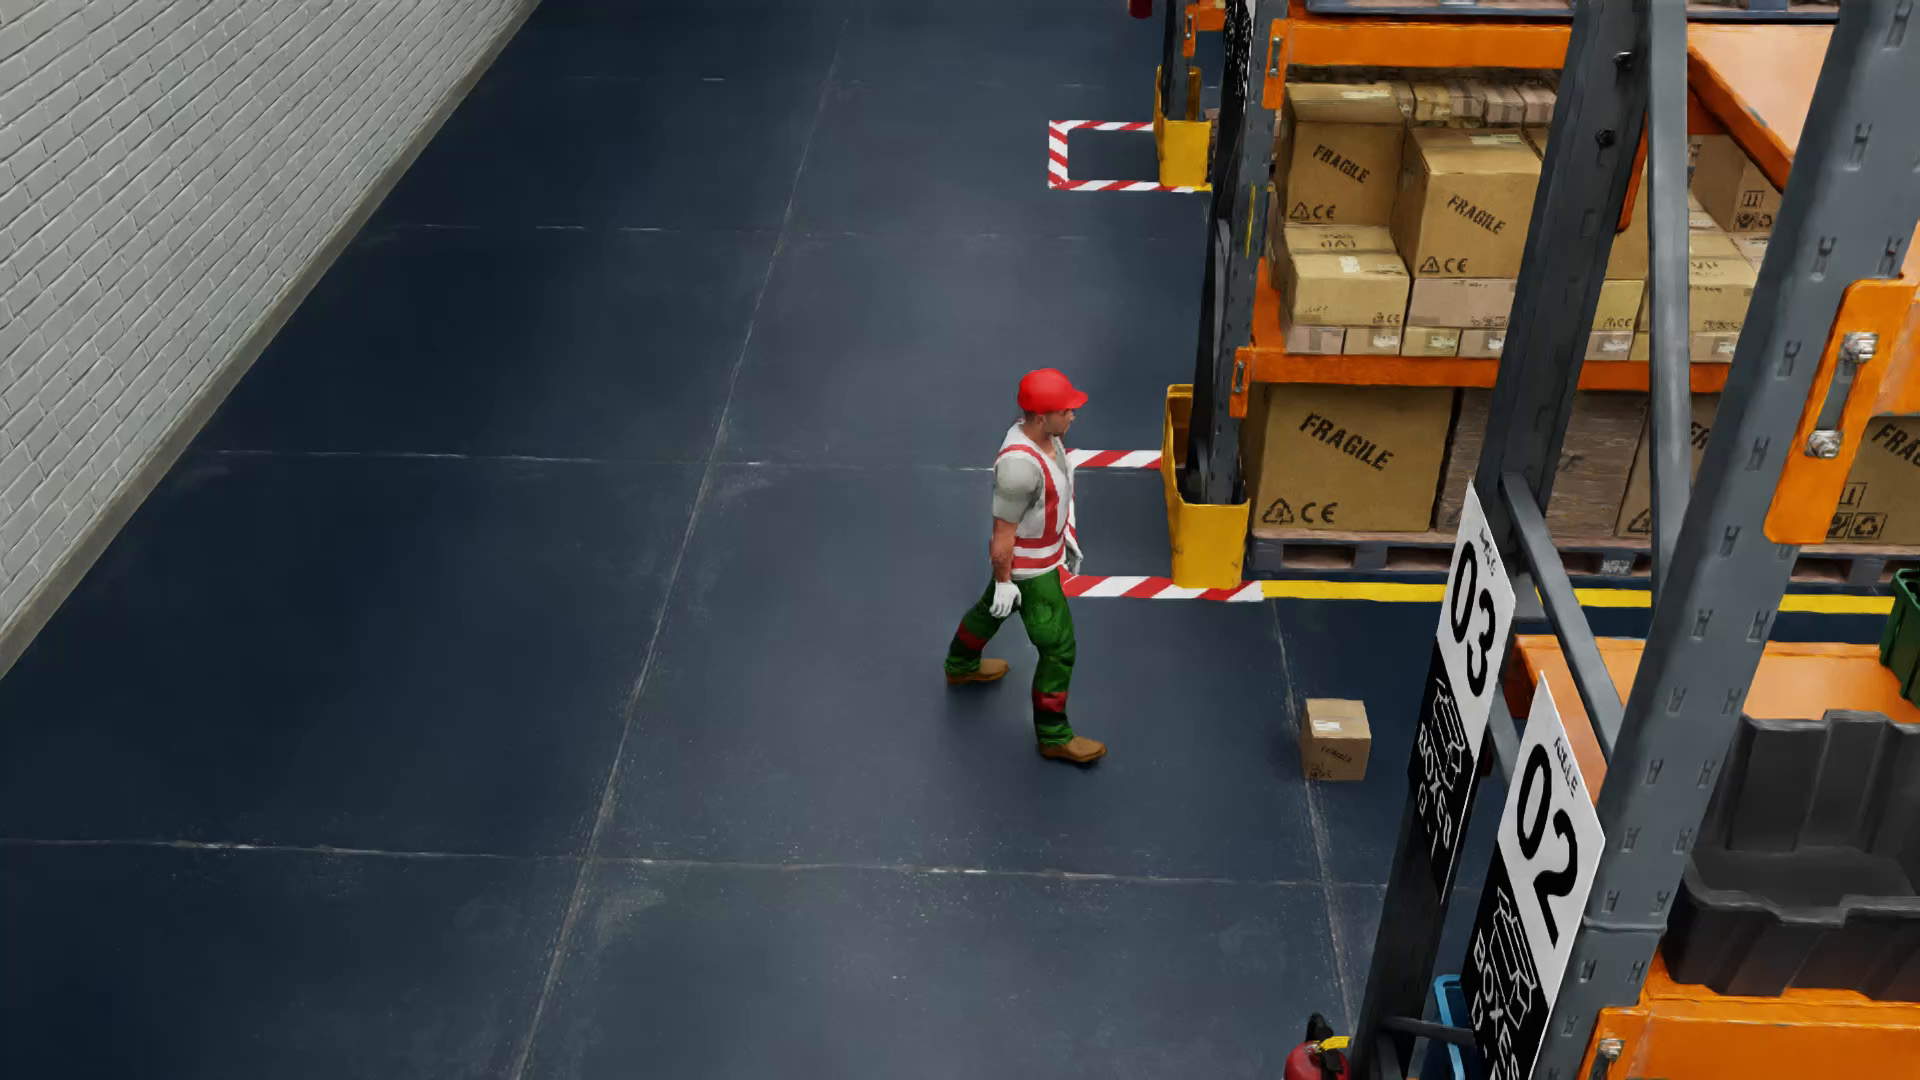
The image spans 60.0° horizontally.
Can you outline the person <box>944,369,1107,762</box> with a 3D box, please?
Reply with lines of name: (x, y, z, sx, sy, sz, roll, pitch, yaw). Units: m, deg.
person: (0.291, 0.075, 7.018, 0.805, 1.754, 0.610, 7, 36, 9)
